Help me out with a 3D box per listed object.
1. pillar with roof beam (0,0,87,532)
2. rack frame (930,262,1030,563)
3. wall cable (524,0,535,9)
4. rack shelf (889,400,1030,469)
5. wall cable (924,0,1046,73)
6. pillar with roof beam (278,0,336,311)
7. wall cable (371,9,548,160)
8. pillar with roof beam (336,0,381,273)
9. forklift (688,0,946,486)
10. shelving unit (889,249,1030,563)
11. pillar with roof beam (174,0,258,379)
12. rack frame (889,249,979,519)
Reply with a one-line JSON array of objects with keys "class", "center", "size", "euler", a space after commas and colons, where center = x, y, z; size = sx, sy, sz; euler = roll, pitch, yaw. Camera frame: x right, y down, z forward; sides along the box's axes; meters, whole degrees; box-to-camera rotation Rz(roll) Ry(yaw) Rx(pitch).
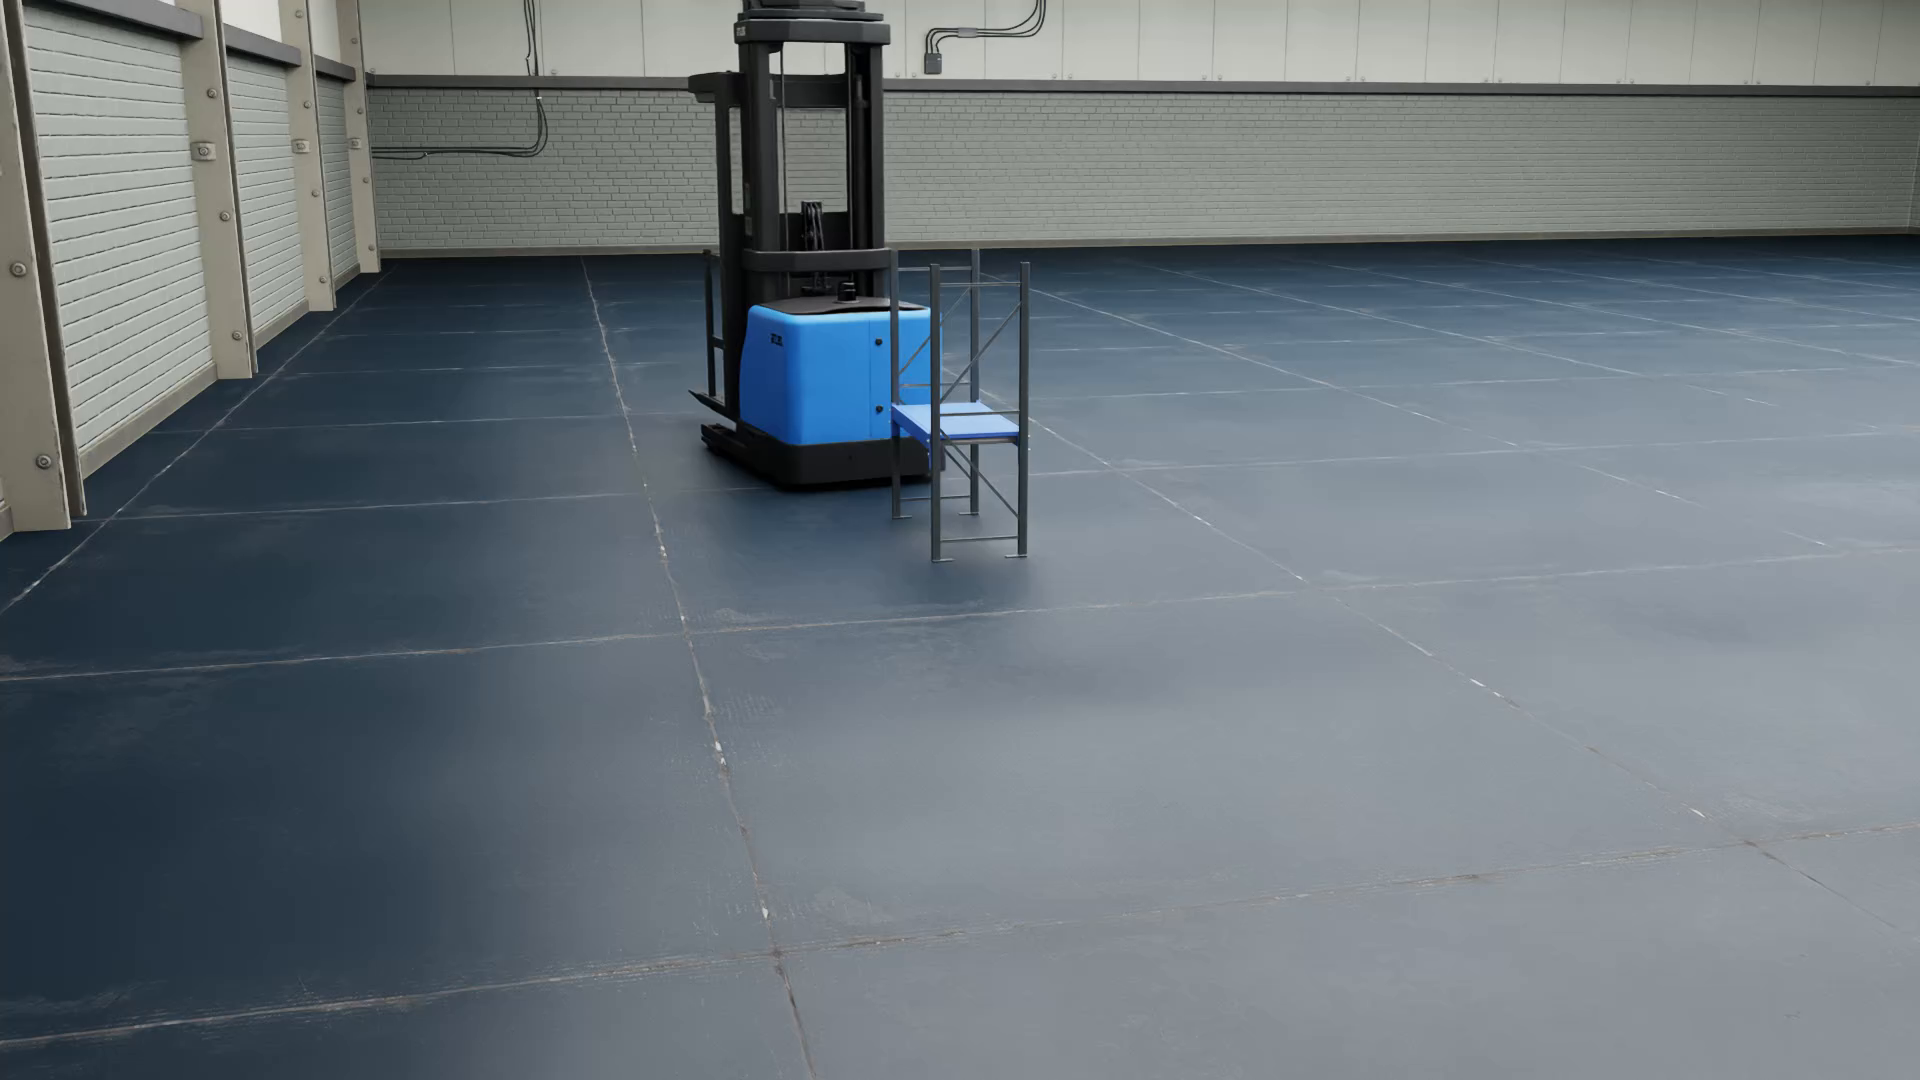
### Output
[{"class": "pillar with roof beam", "center": [-0.932, -4.710, 9.243], "size": [9.100, 9.000, 0.400], "euler": [-3, 14, -13]}, {"class": "rack frame", "center": [0.099, -0.631, 8.350], "size": [0.500, 1.500, 0.032], "euler": [-3, 14, -13]}, {"class": "wall cable", "center": [-6.121, -10.471, 28.727], "size": [3.097, 2.526, 0.112], "euler": [-3, 14, -13]}, {"class": "rack shelf", "center": [-0.020, -0.574, 8.872], "size": [0.538, 0.185, 1.000], "euler": [-3, 14, -13]}, {"class": "wall cable", "center": [0.481, -11.553, 30.088], "size": [2.305, 6.003, 0.169], "euler": [-3, 14, -13]}, {"class": "pillar with roof beam", "center": [-3.750, -7.478, 20.574], "size": [9.100, 9.000, 0.400], "euler": [-3, 14, -13]}, {"class": "wall cable", "center": [-8.751, -7.867, 28.709], "size": [3.097, 2.526, 0.112], "euler": [-3, 14, -13]}, {"class": "pillar with roof beam", "center": [-5.160, -8.862, 26.240], "size": [9.100, 9.000, 0.400], "euler": [-3, 14, -13]}, {"class": "forklift", "center": [-1.148, -2.057, 11.172], "size": [1.130, 2.935, 3.031], "euler": [-6, 15, -23]}, {"class": "shelving unit", "center": [-0.020, -0.748, 8.830], "size": [0.538, 1.500, 1.048], "euler": [-3, 14, -13]}, {"class": "pillar with roof beam", "center": [-2.341, -6.094, 14.908], "size": [9.100, 9.000, 0.400], "euler": [-3, 14, -13]}, {"class": "rack frame", "center": [-0.139, -0.866, 9.310], "size": [0.500, 1.500, 0.032], "euler": [-3, 14, -13]}]
